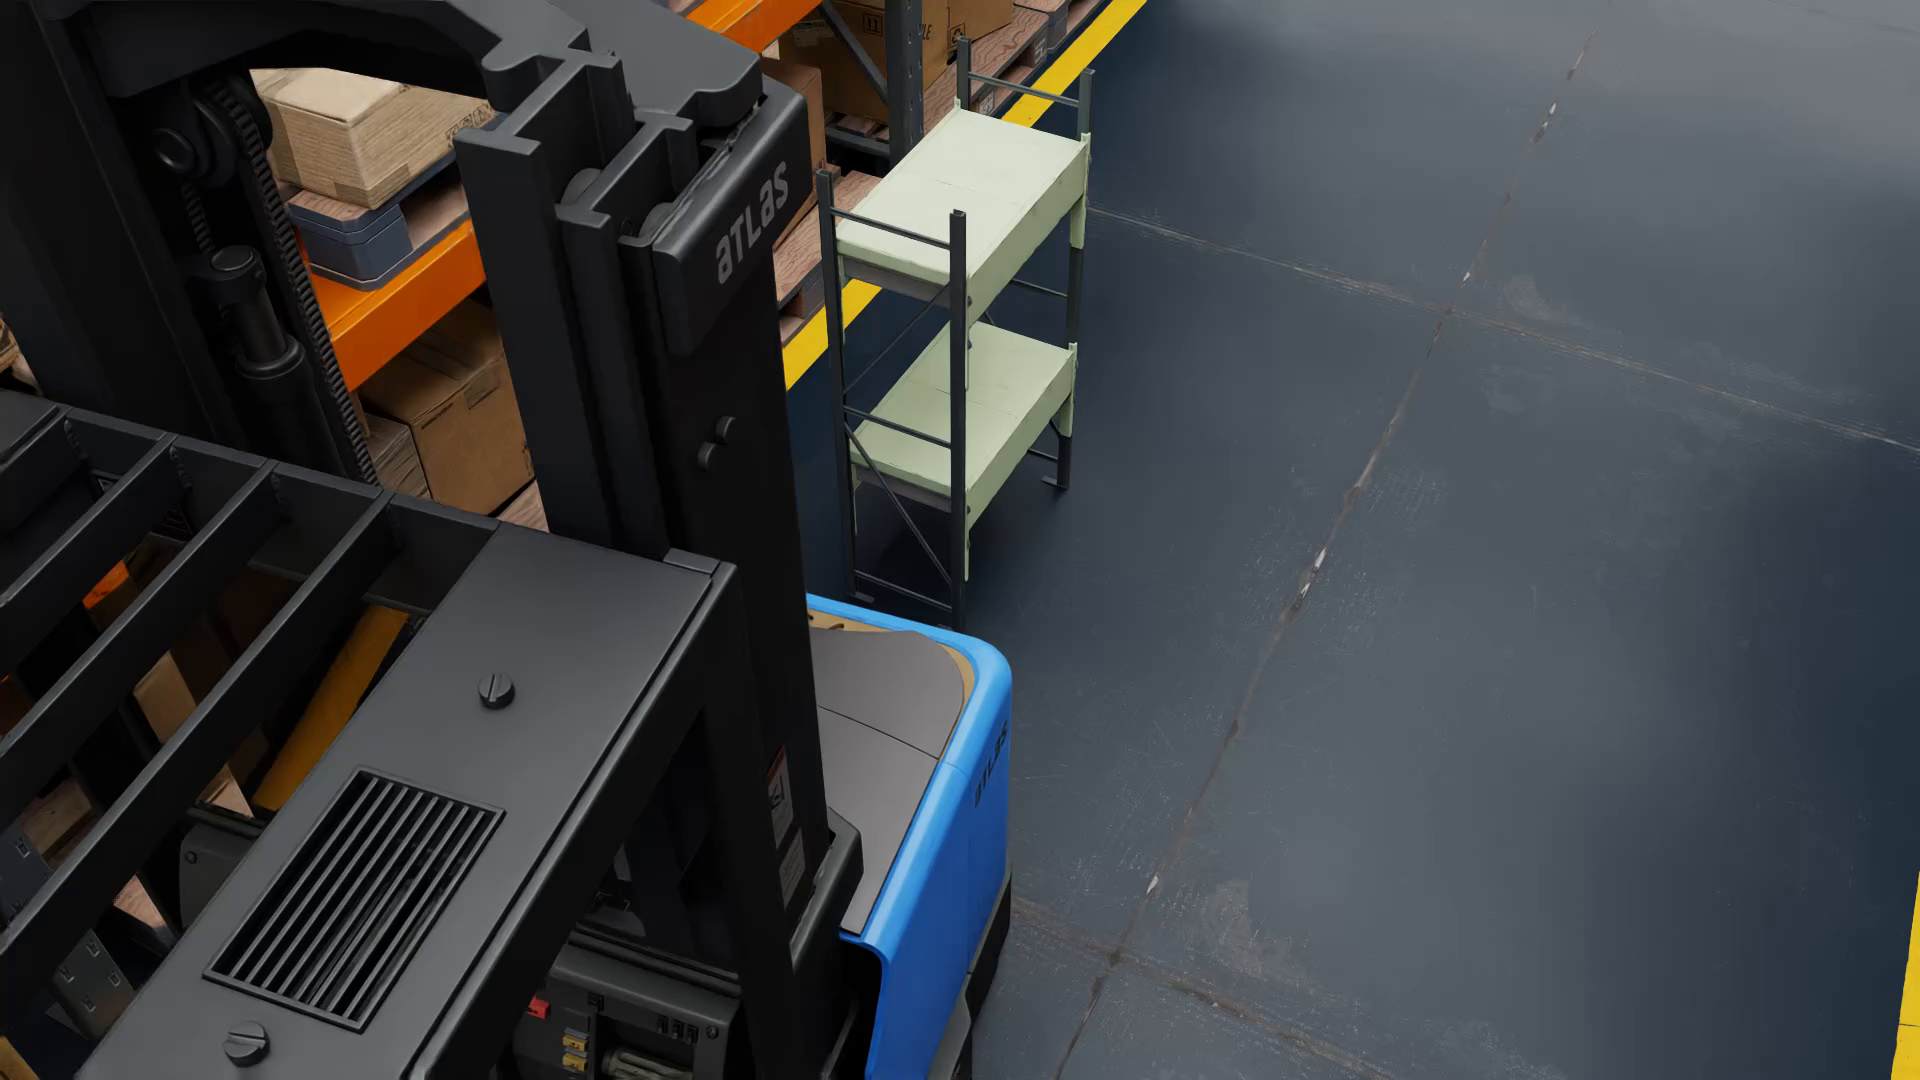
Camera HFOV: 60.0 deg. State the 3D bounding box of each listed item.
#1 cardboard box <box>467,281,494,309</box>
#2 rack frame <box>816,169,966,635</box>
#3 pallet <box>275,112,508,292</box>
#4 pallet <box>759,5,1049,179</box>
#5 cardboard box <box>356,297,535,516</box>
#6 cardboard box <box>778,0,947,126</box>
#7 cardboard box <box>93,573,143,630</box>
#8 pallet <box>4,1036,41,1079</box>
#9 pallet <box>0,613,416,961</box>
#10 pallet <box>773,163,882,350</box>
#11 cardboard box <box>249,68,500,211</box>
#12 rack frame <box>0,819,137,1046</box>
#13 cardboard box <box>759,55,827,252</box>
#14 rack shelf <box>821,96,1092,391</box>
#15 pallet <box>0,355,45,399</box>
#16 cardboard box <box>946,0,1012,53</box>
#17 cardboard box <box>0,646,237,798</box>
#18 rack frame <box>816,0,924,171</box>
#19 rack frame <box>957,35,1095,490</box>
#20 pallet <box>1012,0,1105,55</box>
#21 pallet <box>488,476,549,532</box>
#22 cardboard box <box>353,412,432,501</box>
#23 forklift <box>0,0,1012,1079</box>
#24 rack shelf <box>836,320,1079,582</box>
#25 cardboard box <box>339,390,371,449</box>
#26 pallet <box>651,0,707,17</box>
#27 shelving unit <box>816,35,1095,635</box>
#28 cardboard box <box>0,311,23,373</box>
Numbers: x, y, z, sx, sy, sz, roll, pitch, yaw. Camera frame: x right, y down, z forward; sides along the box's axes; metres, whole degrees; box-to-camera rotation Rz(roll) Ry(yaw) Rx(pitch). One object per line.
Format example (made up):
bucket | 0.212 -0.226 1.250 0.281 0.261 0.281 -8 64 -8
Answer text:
cardboard box | -1.408 -0.783 5.363 0.700 0.500 0.500 17 48 16
rack frame | -0.167 -0.301 4.493 0.400 1.500 0.023 20 49 19
pallet | -1.581 -1.207 4.469 1.003 0.211 1.213 20 49 19
pallet | -0.326 -1.988 7.067 1.003 0.211 1.213 20 49 19
cardboard box | -1.667 -0.432 5.016 0.700 0.500 0.500 24 50 22
cardboard box | -0.386 -2.042 6.621 0.500 0.500 0.500 19 48 18
cardboard box | -2.179 0.014 4.048 0.500 0.250 0.500 22 49 21
pallet | -2.896 1.438 3.680 1.003 0.211 1.213 20 49 19
pallet | -2.099 0.474 4.633 1.003 0.211 1.213 20 49 19
pallet | -0.967 -1.063 6.152 1.003 0.211 1.213 20 49 19
cardboard box | -1.482 -1.089 4.027 0.500 0.250 0.500 19 48 18
rack frame | -2.463 -0.014 3.155 1.000 3.000 0.127 20 49 19
cardboard box | -0.911 -1.430 6.003 0.700 0.500 0.500 17 48 16
rack shelf | 0.003 -0.806 4.443 0.431 0.370 0.720 20 49 19
pallet | -2.227 -0.431 3.702 1.213 0.211 1.003 20 49 19
cardboard box | -0.126 -2.405 6.980 0.500 0.500 0.500 -34 55 -29
cardboard box | -2.170 0.281 4.311 0.700 0.500 0.500 18 48 17
rack frame | -0.607 -2.534 5.645 1.000 3.000 0.127 20 49 19
rack frame | 0.173 -0.762 4.949 0.400 1.500 0.023 20 49 19
pallet | 0.239 -2.760 7.829 1.003 0.211 1.213 20 49 19
pallet | -1.532 -0.291 5.389 1.003 0.211 1.213 20 49 19
cardboard box | -1.924 -0.072 4.661 0.700 0.500 0.500 17 48 16
forklift | -0.842 0.825 2.374 1.130 2.935 3.031 14 47 13
rack shelf | 0.003 -0.302 4.953 0.431 0.370 0.720 20 49 19
cardboard box | -1.942 -0.323 4.381 0.500 0.250 0.500 26 51 23
pallet | -1.090 -2.033 5.285 1.003 0.211 1.213 20 49 19
shelving unit | 0.003 -0.531 4.721 0.431 1.500 0.755 20 49 19
cardboard box | -2.248 -0.550 3.319 0.500 0.500 0.500 15 47 14
